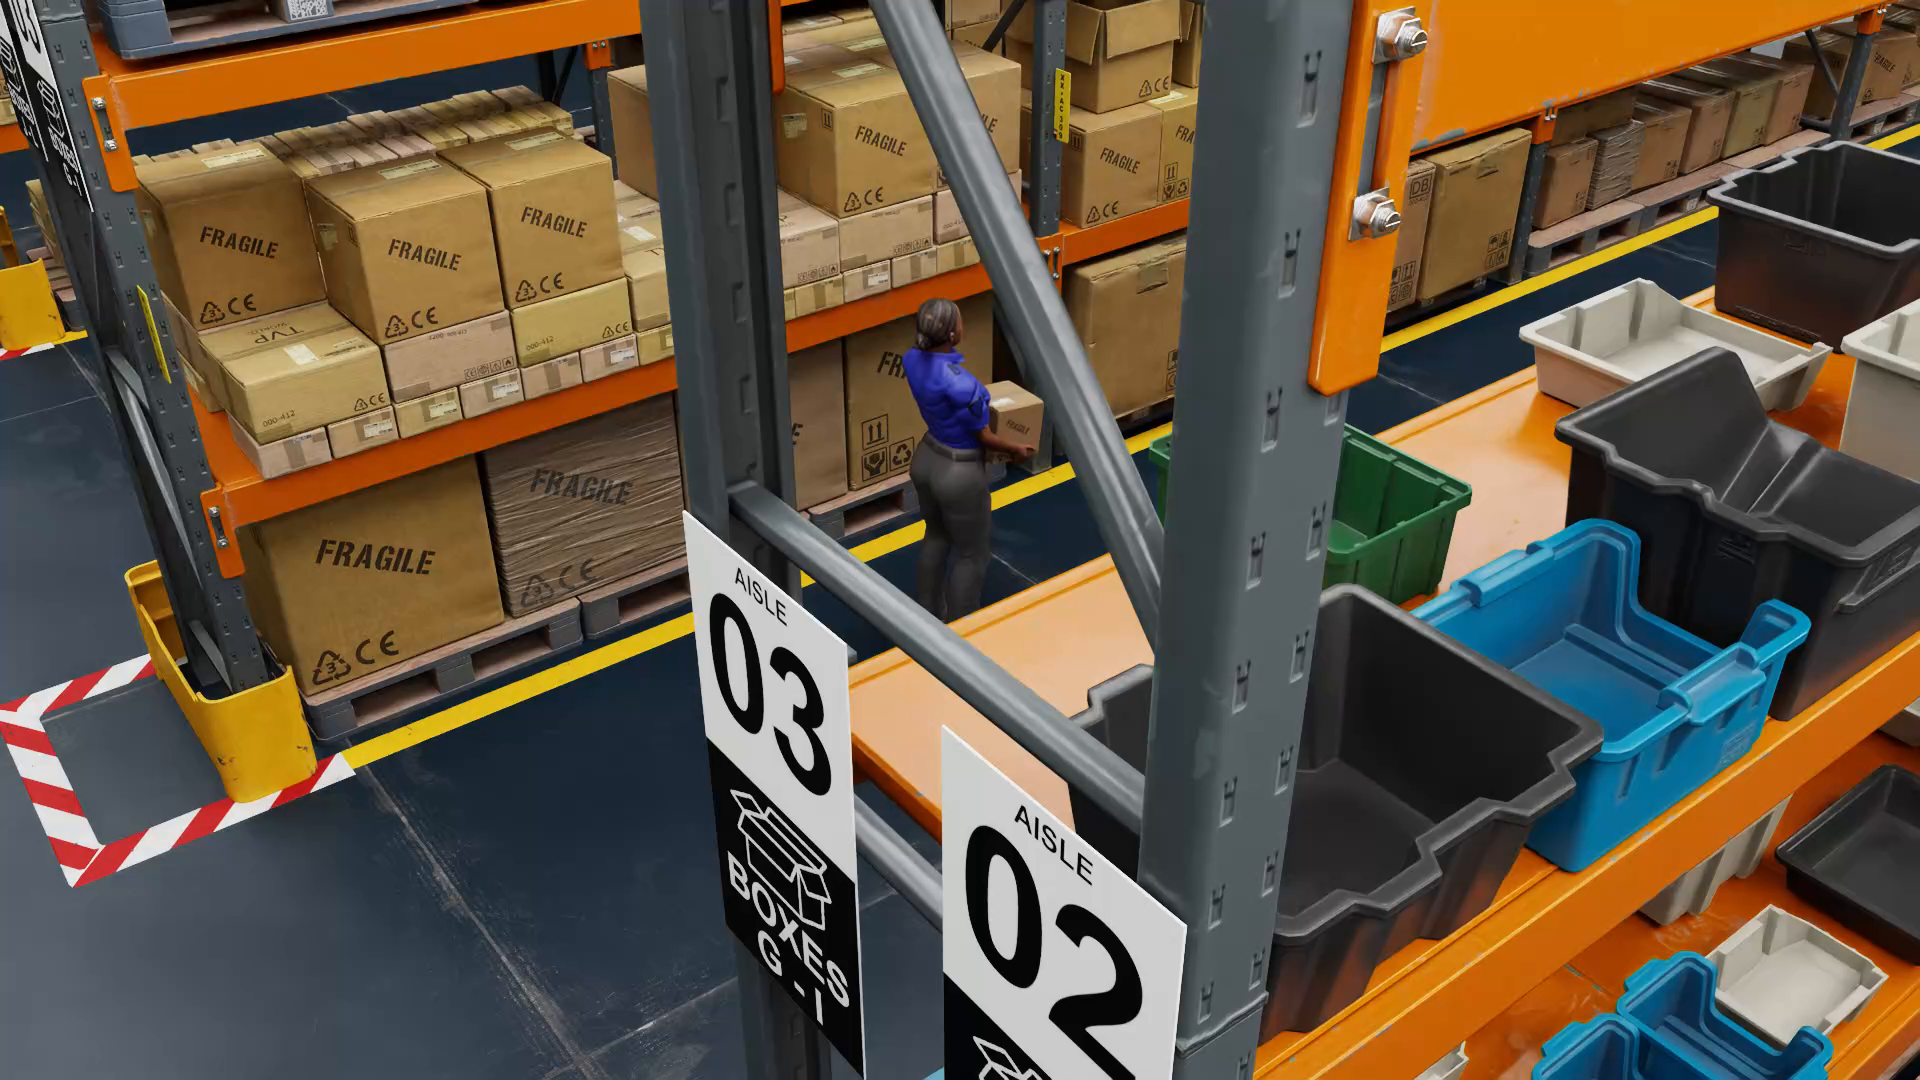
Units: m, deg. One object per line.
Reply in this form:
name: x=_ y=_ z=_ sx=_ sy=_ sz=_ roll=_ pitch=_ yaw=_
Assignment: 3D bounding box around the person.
person: x=0.032 y=-0.301 z=7.127 sx=0.518 sy=1.650 sz=0.451 roll=-22 pitch=38 yaw=-30
